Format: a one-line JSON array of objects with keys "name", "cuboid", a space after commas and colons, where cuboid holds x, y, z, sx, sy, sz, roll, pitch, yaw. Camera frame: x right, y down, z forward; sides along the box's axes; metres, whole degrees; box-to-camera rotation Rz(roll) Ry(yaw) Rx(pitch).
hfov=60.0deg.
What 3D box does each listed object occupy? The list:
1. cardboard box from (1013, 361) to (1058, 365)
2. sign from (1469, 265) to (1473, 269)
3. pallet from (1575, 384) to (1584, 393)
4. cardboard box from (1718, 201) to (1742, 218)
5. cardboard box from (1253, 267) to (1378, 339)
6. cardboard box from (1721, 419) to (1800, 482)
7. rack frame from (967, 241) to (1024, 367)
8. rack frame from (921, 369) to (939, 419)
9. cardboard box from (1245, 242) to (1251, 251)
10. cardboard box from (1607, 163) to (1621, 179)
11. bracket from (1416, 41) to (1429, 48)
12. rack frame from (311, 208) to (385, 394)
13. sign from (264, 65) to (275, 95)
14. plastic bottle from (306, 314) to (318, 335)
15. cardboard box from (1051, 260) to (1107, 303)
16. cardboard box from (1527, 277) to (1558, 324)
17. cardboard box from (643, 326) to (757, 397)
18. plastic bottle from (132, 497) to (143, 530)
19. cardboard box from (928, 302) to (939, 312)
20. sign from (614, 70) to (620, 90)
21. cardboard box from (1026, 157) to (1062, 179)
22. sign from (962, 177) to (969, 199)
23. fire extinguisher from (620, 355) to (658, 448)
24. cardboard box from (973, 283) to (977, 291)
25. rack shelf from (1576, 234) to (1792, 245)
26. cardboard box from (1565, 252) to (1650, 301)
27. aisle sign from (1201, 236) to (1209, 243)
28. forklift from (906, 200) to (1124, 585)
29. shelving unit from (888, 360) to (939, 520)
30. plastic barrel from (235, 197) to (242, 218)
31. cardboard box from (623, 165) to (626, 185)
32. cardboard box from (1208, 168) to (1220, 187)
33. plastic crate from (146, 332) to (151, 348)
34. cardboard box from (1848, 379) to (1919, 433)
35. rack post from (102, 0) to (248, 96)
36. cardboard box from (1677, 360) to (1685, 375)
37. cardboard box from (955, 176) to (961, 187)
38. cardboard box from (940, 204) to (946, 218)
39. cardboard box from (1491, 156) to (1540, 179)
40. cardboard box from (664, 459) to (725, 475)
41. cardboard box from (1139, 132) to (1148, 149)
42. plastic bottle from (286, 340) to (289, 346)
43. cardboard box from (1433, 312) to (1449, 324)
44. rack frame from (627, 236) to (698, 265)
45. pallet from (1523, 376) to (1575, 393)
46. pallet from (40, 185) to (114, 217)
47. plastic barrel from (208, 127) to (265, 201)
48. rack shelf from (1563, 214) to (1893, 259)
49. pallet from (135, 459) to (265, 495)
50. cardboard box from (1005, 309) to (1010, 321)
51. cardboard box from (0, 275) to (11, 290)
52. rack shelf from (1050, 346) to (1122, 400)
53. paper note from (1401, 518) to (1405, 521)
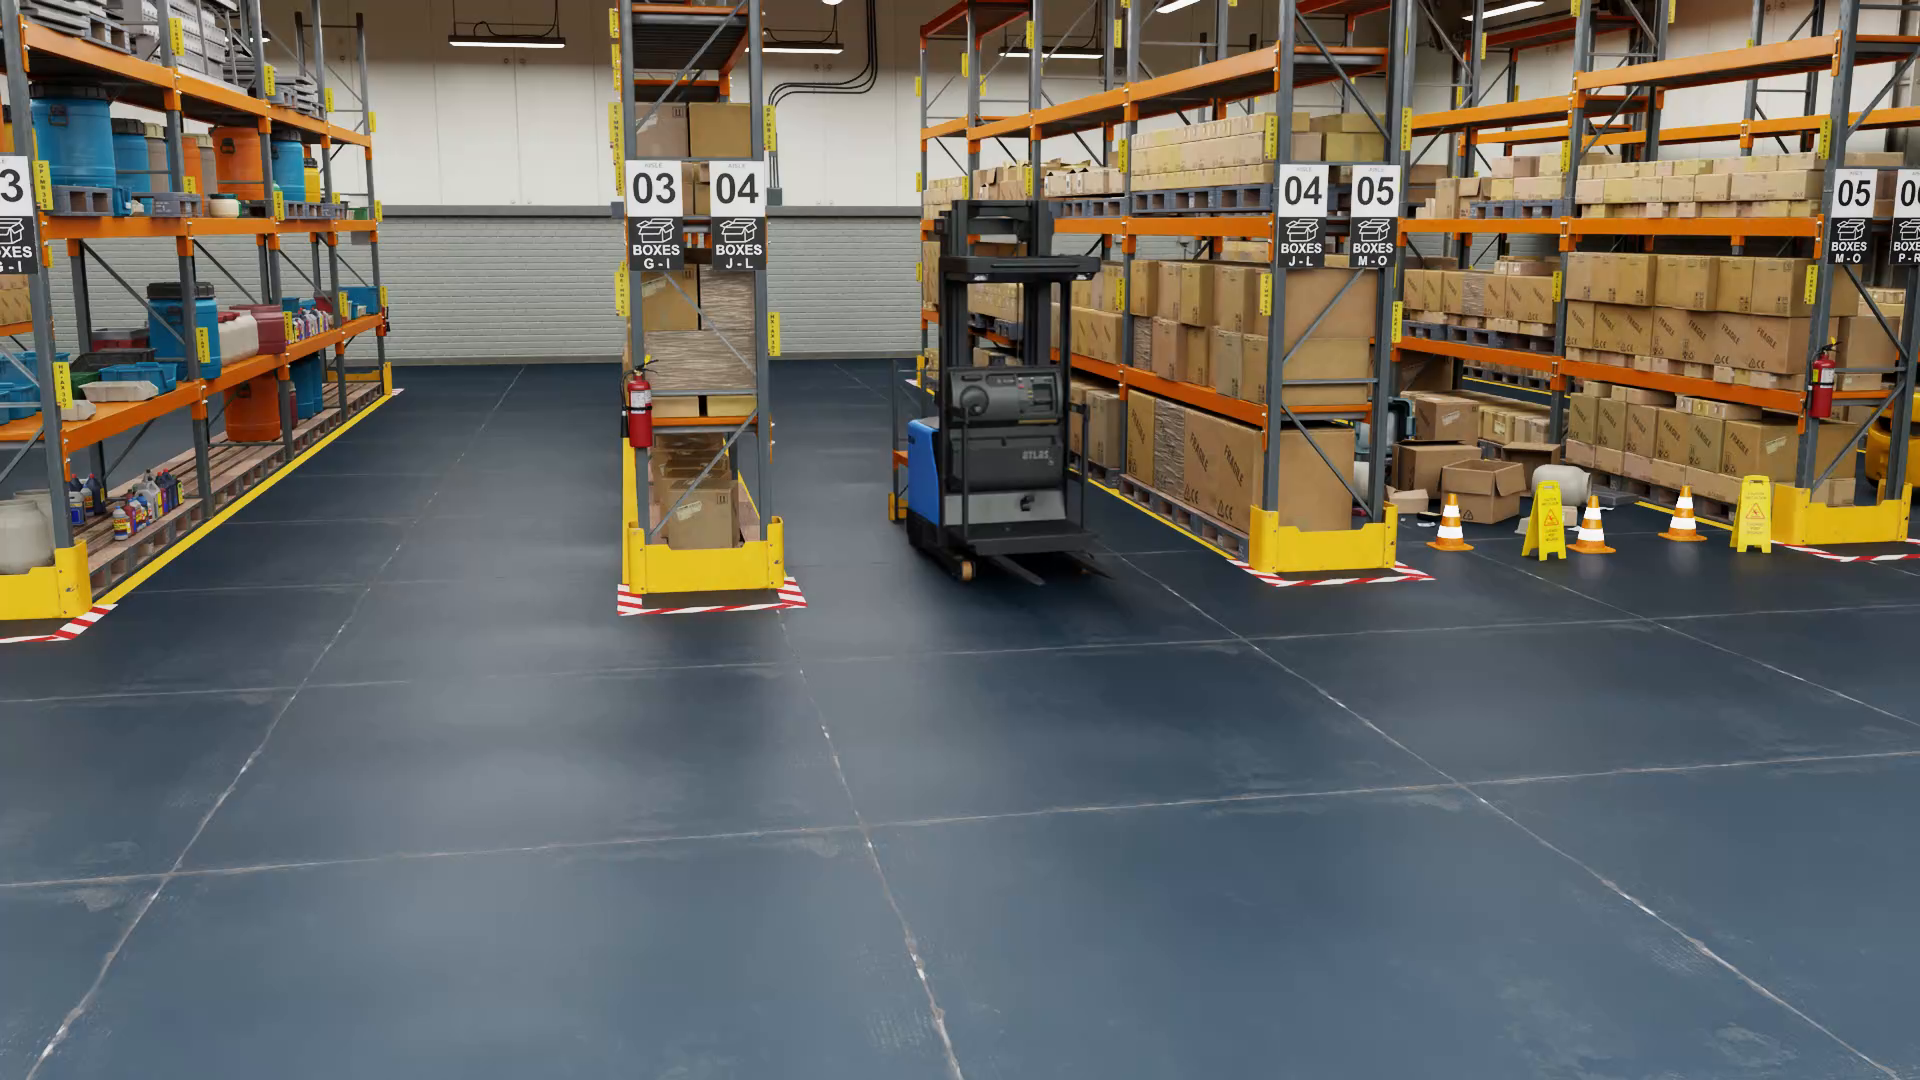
[{"name": "cardboard box", "cuboid": [1.002, -2.194, 21.760, 0.500, 0.250, 0.500, -2, 11, -12]}, {"name": "sign", "cuboid": [6.758, -3.482, 22.082, 0.100, 0.325, 0.005, -2, 11, -11]}, {"name": "pallet", "cuboid": [10.513, -2.327, 26.360, 1.003, 0.211, 1.213, -2, 11, -11]}, {"name": "cardboard box", "cuboid": [7.262, -3.056, 15.378, 0.380, 0.149, 0.250, -2, 11, -11]}, {"name": "cardboard box", "cuboid": [2.914, -1.938, 13.568, 0.875, 0.550, 0.550, -2, 11, -11]}, {"name": "cardboard box", "cuboid": [7.372, -0.824, 15.231, 0.500, 0.500, 0.500, -2, 11, -11]}, {"name": "rack frame", "cuboid": [0.614, -3.465, 24.881, 1.000, 3.000, 0.127, -2, 11, -11]}, {"name": "rack frame", "cuboid": [-0.099, -0.765, 14.706, 0.500, 1.500, 0.032, -3, 11, -16]}, {"name": "cardboard box", "cuboid": [4.891, -4.805, 27.241, 0.380, 0.149, 0.250, -2, 11, -12]}, {"name": "cardboard box", "cuboid": [6.868, -3.774, 17.017, 0.380, 0.149, 0.250, -2, 11, -13]}, {"name": "bracket", "cuboid": [8.927, -10.397, 35.628, 0.076, 0.066, 5.218, -2, 11, -11]}, {"name": "rack frame", "cuboid": [-9.907, -3.857, 26.939, 1.000, 3.000, 0.127, -2, 11, -11]}, {"name": "sign", "cuboid": [-7.813, -5.200, 18.811, 0.100, 0.325, 0.005, -2, 11, -11]}, {"name": "plastic bottle", "cuboid": [-8.567, -2.842, 21.940, 0.152, 0.276, 0.135, -2, 11, -11]}, {"name": "cardboard box", "cuboid": [1.469, -3.189, 20.489, 0.700, 0.500, 0.500, -2, 11, -11]}, {"name": "cardboard box", "cuboid": [6.691, -2.675, 18.540, 0.500, 0.500, 0.500, -2, 11, -12]}, {"name": "cardboard box", "cuboid": [-2.017, -1.400, 12.966, 0.875, 0.500, 0.500, -2, 11, -11]}, {"name": "plastic bottle", "cuboid": [-6.929, -0.223, 13.969, 0.097, 0.271, 0.097, 0, 11, 0]}, {"name": "cardboard box", "cuboid": [-0.333, -3.908, 27.878, 0.380, 0.149, 0.250, -2, 11, -13]}, {"name": "sign", "cuboid": [-5.595, -7.502, 27.122, 0.100, 0.325, 0.005, -2, 11, -11]}, {"name": "cardboard box", "cuboid": [1.058, -4.695, 21.006, 0.396, 0.266, 0.258, -2, 11, -11]}, {"name": "sign", "cuboid": [0.083, -5.172, 24.441, 0.100, 0.325, 0.005, -2, 11, -11]}, {"name": "fire extinguisher", "cuboid": [-2.367, -1.027, 12.277, 0.296, 0.674, 0.183, -2, 11, -11]}, {"name": "cardboard box", "cuboid": [0.393, -3.608, 23.586, 0.380, 0.149, 0.250, -2, 11, -12]}, {"name": "rack shelf", "cuboid": [10.707, -4.598, 24.736, 1.077, 0.370, 4.000, -2, 11, -11]}, {"name": "cardboard box", "cuboid": [6.878, -2.795, 17.619, 0.700, 0.500, 0.500, -2, 11, -12]}, {"name": "aisle sign", "cuboid": [4.373, -5.677, 29.550, 0.394, 0.787, 0.004, -2, 11, -11]}, {"name": "forklift", "cuboid": [0.436, -1.197, 13.144, 1.130, 2.935, 3.031, -3, 11, -16]}, {"name": "shelving unit", "cuboid": [-0.246, -0.858, 15.193, 0.587, 1.500, 1.083, -3, 11, -16]}, {"name": "plastic barrel", "cuboid": [-8.253, -3.744, 18.736, 0.294, 0.245, 0.294, 0, 11, 0]}, {"name": "cardboard box", "cuboid": [-2.466, -2.881, 13.125, 0.380, 0.149, 0.250, -2, 11, -11]}, {"name": "cardboard box", "cuboid": [2.353, -3.105, 14.249, 0.380, 0.149, 0.250, -2, 11, -12]}, {"name": "plastic crate", "cuboid": [-8.093, -1.839, 16.381, 0.392, 0.384, 0.575, -2, 11, -11]}, {"name": "cardboard box", "cuboid": [11.618, -1.656, 20.600, 0.875, 0.625, 0.625, -2, 11, -12]}, {"name": "rack post", "cuboid": [-8.041, -5.060, 16.677, 1.013, 1.000, 3.121, -2, 11, -11]}, {"name": "cardboard box", "cuboid": [7.223, -1.682, 16.181, 0.380, 0.149, 0.250, -2, 11, -11]}, {"name": "cardboard box", "cuboid": [0.135, -5.446, 25.260, 0.380, 0.149, 0.250, -2, 11, -11]}, {"name": "cardboard box", "cuboid": [-0.027, -5.221, 26.486, 0.500, 0.250, 0.500, -2, 11, -11]}, {"name": "cardboard box", "cuboid": [6.548, -4.336, 19.376, 0.500, 0.250, 0.500, -2, 11, -10]}, {"name": "cardboard box", "cuboid": [-2.295, -0.420, 14.443, 0.500, 0.500, 0.500, -1, 11, -6]}, {"name": "cardboard box", "cuboid": [1.958, -3.870, 16.131, 0.380, 0.149, 0.250, -2, 11, -11]}, {"name": "plastic bottle", "cuboid": [-8.138, -2.486, 20.045, 0.061, 0.283, 0.133, -2, 11, -11]}, {"name": "cardboard box", "cuboid": [6.172, -2.791, 20.885, 0.380, 0.149, 0.250, -2, 11, -11]}, {"name": "rack frame", "cuboid": [-4.271, -3.304, 24.031, 1.000, 3.000, 0.127, -2, 11, -11]}, {"name": "pallet", "cuboid": [10.185, -2.601, 27.799, 1.003, 0.211, 1.213, -2, 11, -11]}, {"name": "pallet", "cuboid": [-6.861, -2.459, 12.074, 1.003, 0.211, 1.213, -2, 11, -11]}, {"name": "plastic barrel", "cuboid": [-8.459, -4.385, 19.418, 0.600, 0.830, 0.708, -2, 11, -11]}, {"name": "rack shelf", "cuboid": [7.395, -2.950, 16.075, 1.077, 0.370, 4.000, -2, 11, -11]}, {"name": "pallet", "cuboid": [-8.005, -0.653, 17.564, 1.003, 0.211, 1.213, -2, 11, -11]}, {"name": "cardboard box", "cuboid": [0.798, -2.934, 21.638, 0.380, 0.149, 0.250, -2, 11, -11]}, {"name": "cardboard box", "cuboid": [-14.106, -3.865, 24.037, 0.500, 0.500, 0.500, -2, 11, -9]}, {"name": "rack shelf", "cuboid": [1.781, -2.012, 19.167, 1.077, 0.370, 4.000, -2, 11, -11]}, {"name": "paper note", "cuboid": [4.179, -0.193, 15.681, 0.032, 0.001, 0.123, 4, 11, 18]}]
